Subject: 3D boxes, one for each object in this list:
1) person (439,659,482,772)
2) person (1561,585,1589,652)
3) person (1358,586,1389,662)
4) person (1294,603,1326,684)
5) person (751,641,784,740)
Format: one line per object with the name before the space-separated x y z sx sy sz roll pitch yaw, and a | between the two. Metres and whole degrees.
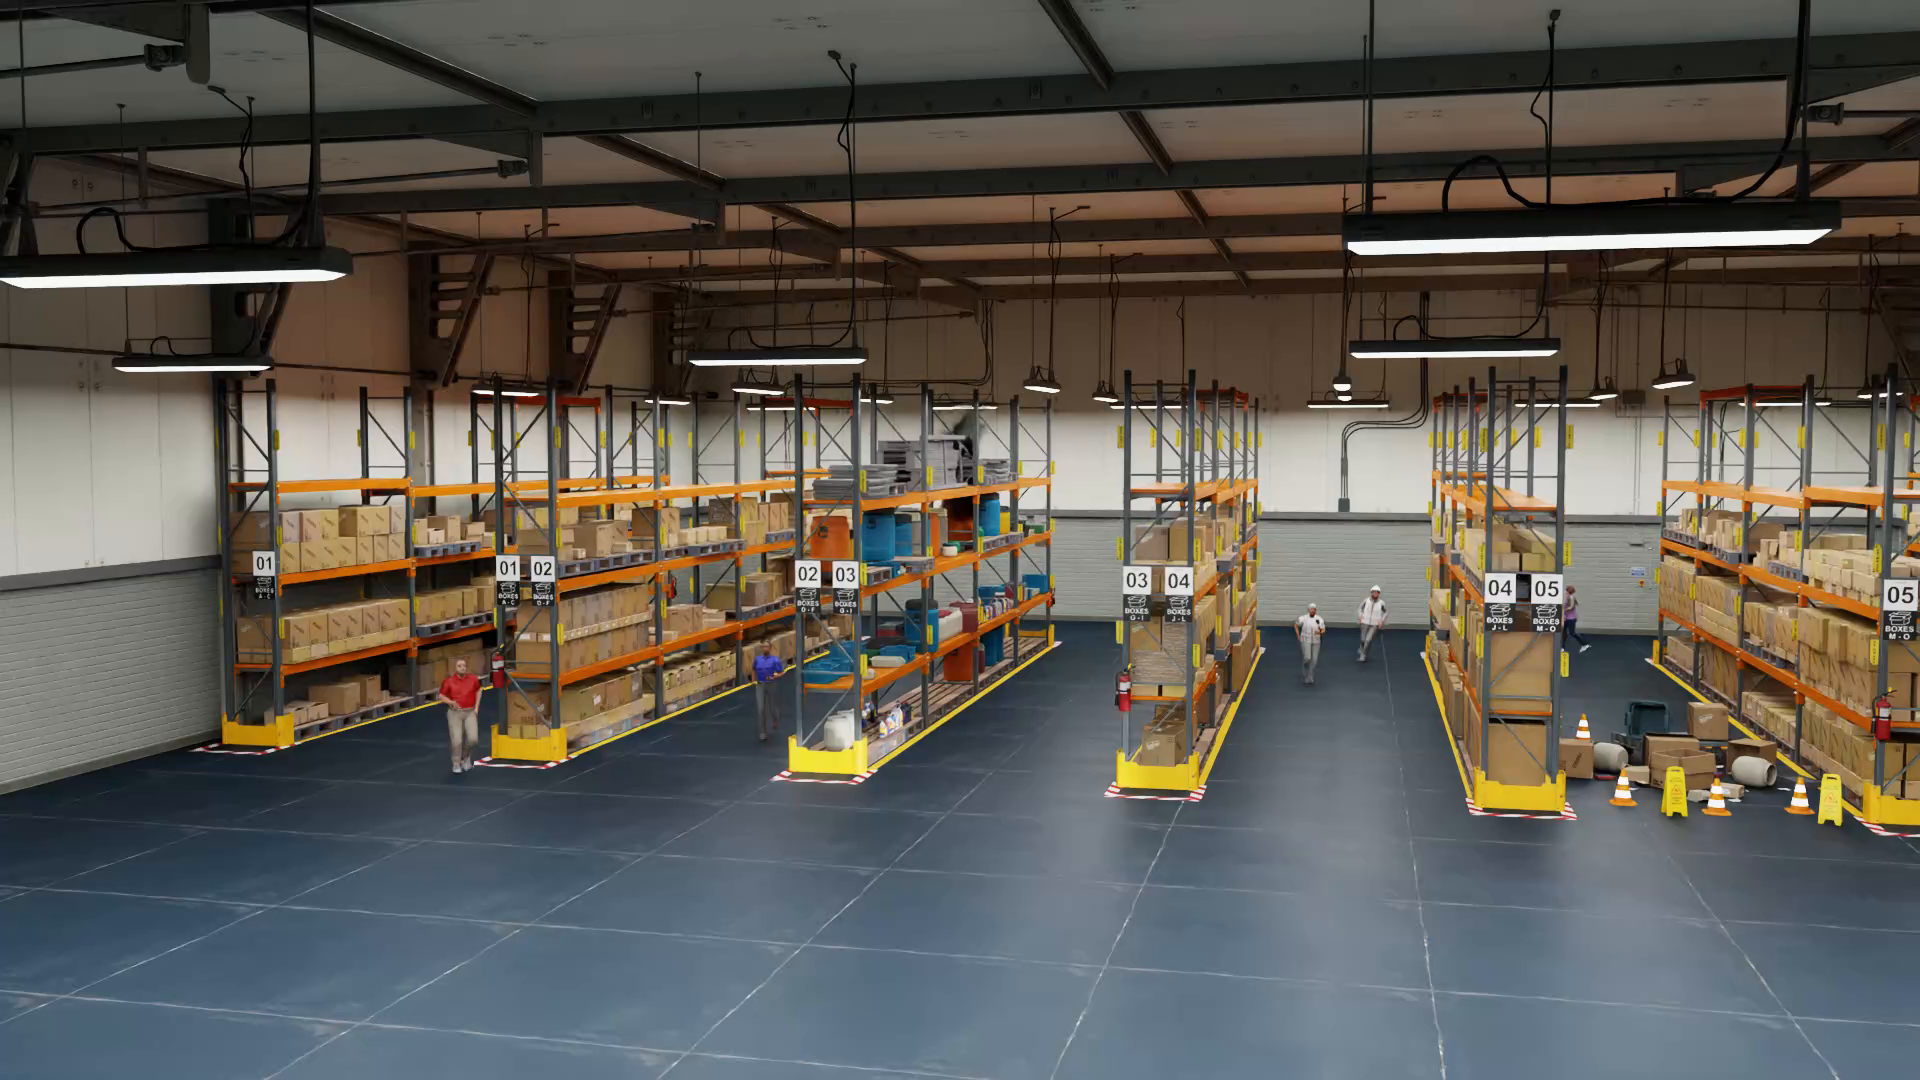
person | -7.473 2.650 25.019 0.665 1.707 0.560 -2 4 -30
person | 14.286 1.856 38.876 0.818 1.598 0.547 1 4 12
person | 9.355 1.891 37.703 0.695 1.702 0.611 1 4 20
person | 7.203 2.117 34.129 0.594 1.634 0.616 0 3 -1
person | -3.257 2.506 28.002 0.588 1.623 0.834 0 3 4
